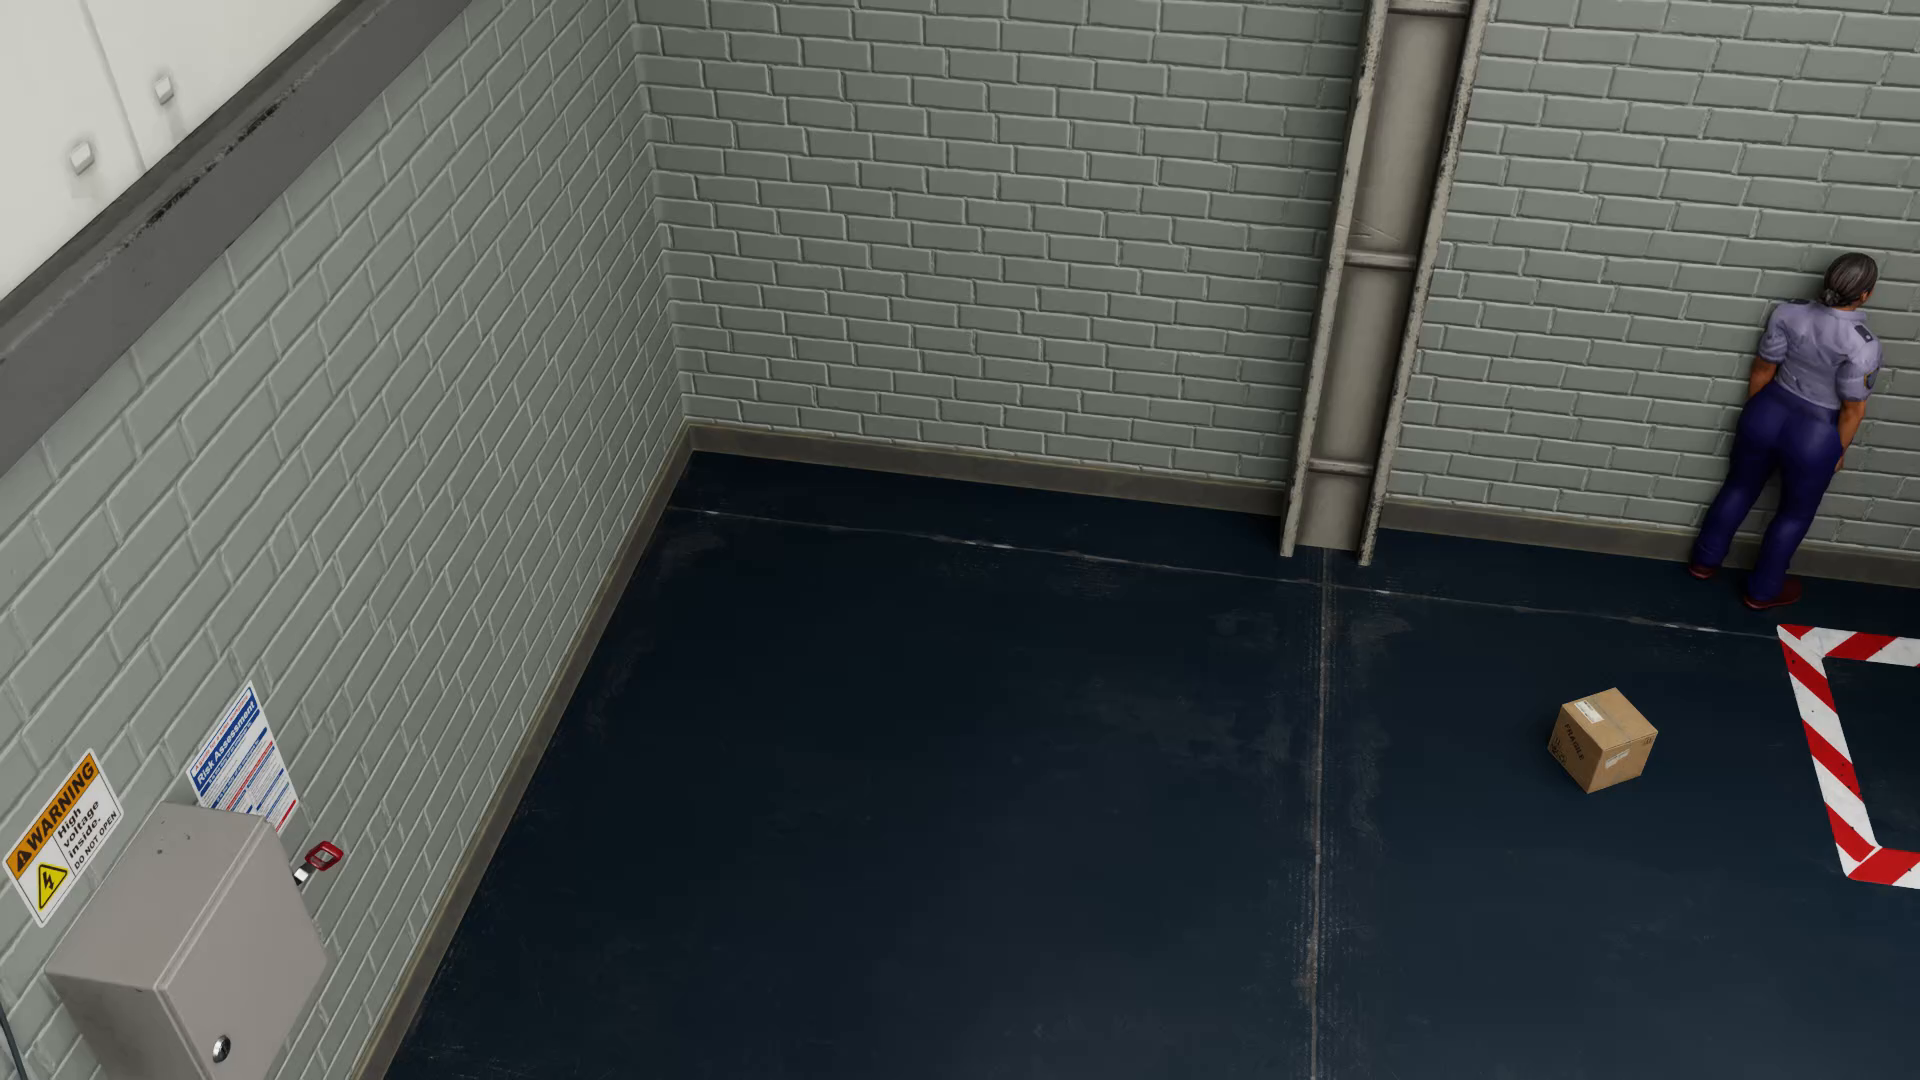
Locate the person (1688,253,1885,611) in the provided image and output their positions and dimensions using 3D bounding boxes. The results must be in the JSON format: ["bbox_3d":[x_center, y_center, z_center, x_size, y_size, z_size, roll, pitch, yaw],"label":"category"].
[{"bbox_3d":[3.366,-0.440,6.680,0.356,1.650,0.466,-27,47,-27],"label":"person"}]
